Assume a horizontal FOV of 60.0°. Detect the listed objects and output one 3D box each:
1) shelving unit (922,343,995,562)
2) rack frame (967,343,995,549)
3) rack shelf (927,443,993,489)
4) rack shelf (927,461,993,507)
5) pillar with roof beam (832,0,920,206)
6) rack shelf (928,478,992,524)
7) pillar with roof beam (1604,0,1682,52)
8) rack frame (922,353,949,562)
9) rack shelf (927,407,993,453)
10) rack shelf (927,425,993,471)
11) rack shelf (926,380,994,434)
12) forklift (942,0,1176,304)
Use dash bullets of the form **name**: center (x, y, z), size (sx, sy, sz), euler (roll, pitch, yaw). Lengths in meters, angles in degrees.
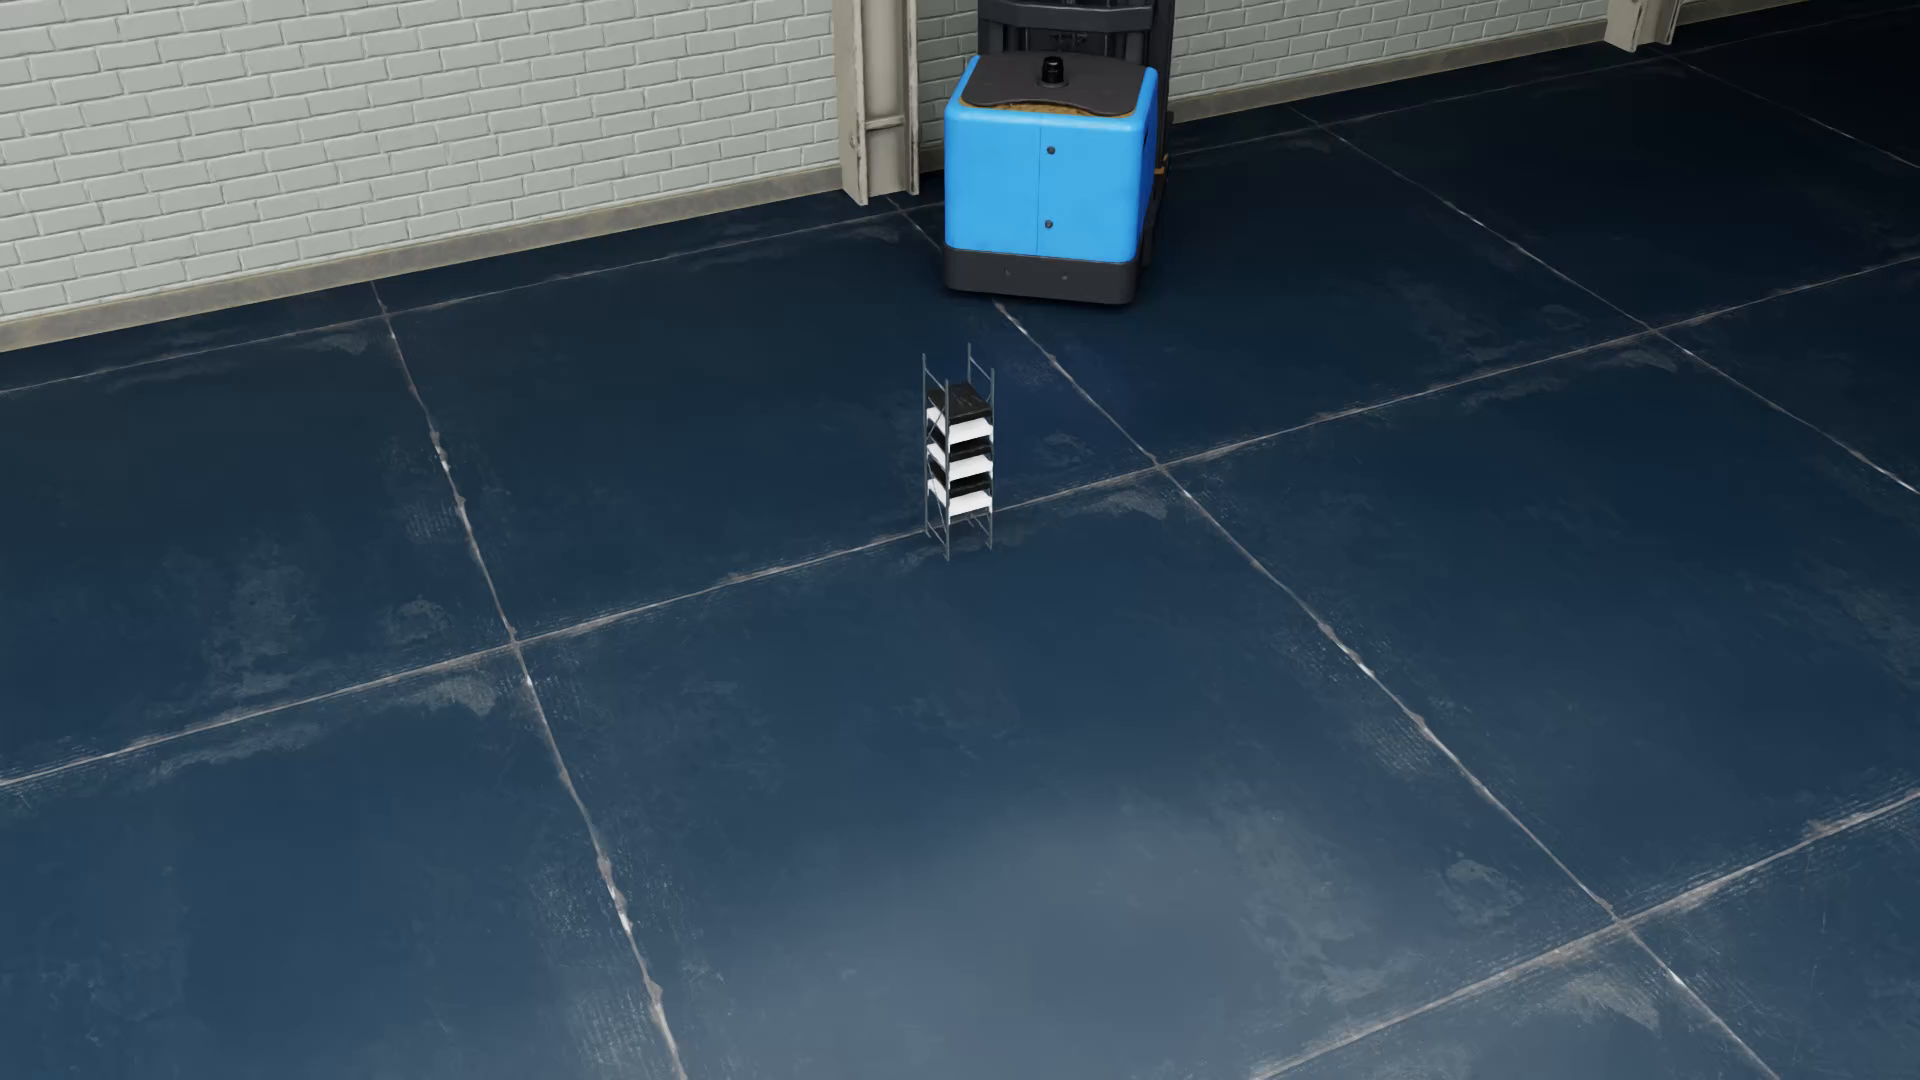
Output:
- **shelving unit**: center (-0.007, -0.359, 6.979), size (0.210, 0.900, 0.258), euler (-16, 39, -20)
- **rack frame**: center (0.085, -0.385, 7.014), size (0.006, 0.900, 0.240), euler (-16, 39, -20)
- **rack shelf**: center (-0.007, -0.333, 6.999), size (0.200, 0.077, 0.258), euler (-16, 39, -20)
- **rack shelf**: center (-0.007, -0.260, 7.053), size (0.200, 0.077, 0.258), euler (-16, 39, -20)
- **pillar with roof beam**: center (1.344, -3.423, 4.312), size (0.400, 9.000, 9.100), euler (-16, 39, -20)
- **rack shelf**: center (-0.007, -0.188, 7.106), size (0.200, 0.077, 0.258), euler (-16, 39, -20)
- **pillar with roof beam**: center (6.776, -4.942, 6.359), size (0.400, 9.000, 9.100), euler (-16, 39, -20)
- **rack frame**: center (-0.099, -0.334, 6.944), size (0.006, 0.900, 0.240), euler (-16, 39, -20)
- **rack shelf**: center (-0.007, -0.477, 6.892), size (0.200, 0.077, 0.258), euler (-16, 39, -20)
- **rack shelf**: center (-0.007, -0.405, 6.945), size (0.200, 0.077, 0.258), euler (-16, 39, -20)
- **rack shelf**: center (-0.007, -0.549, 6.838), size (0.200, 0.077, 0.258), euler (-16, 39, -20)
- **forklift**: center (0.689, -3.301, 9.240), size (1.130, 2.935, 3.031), euler (7, 37, 9)
